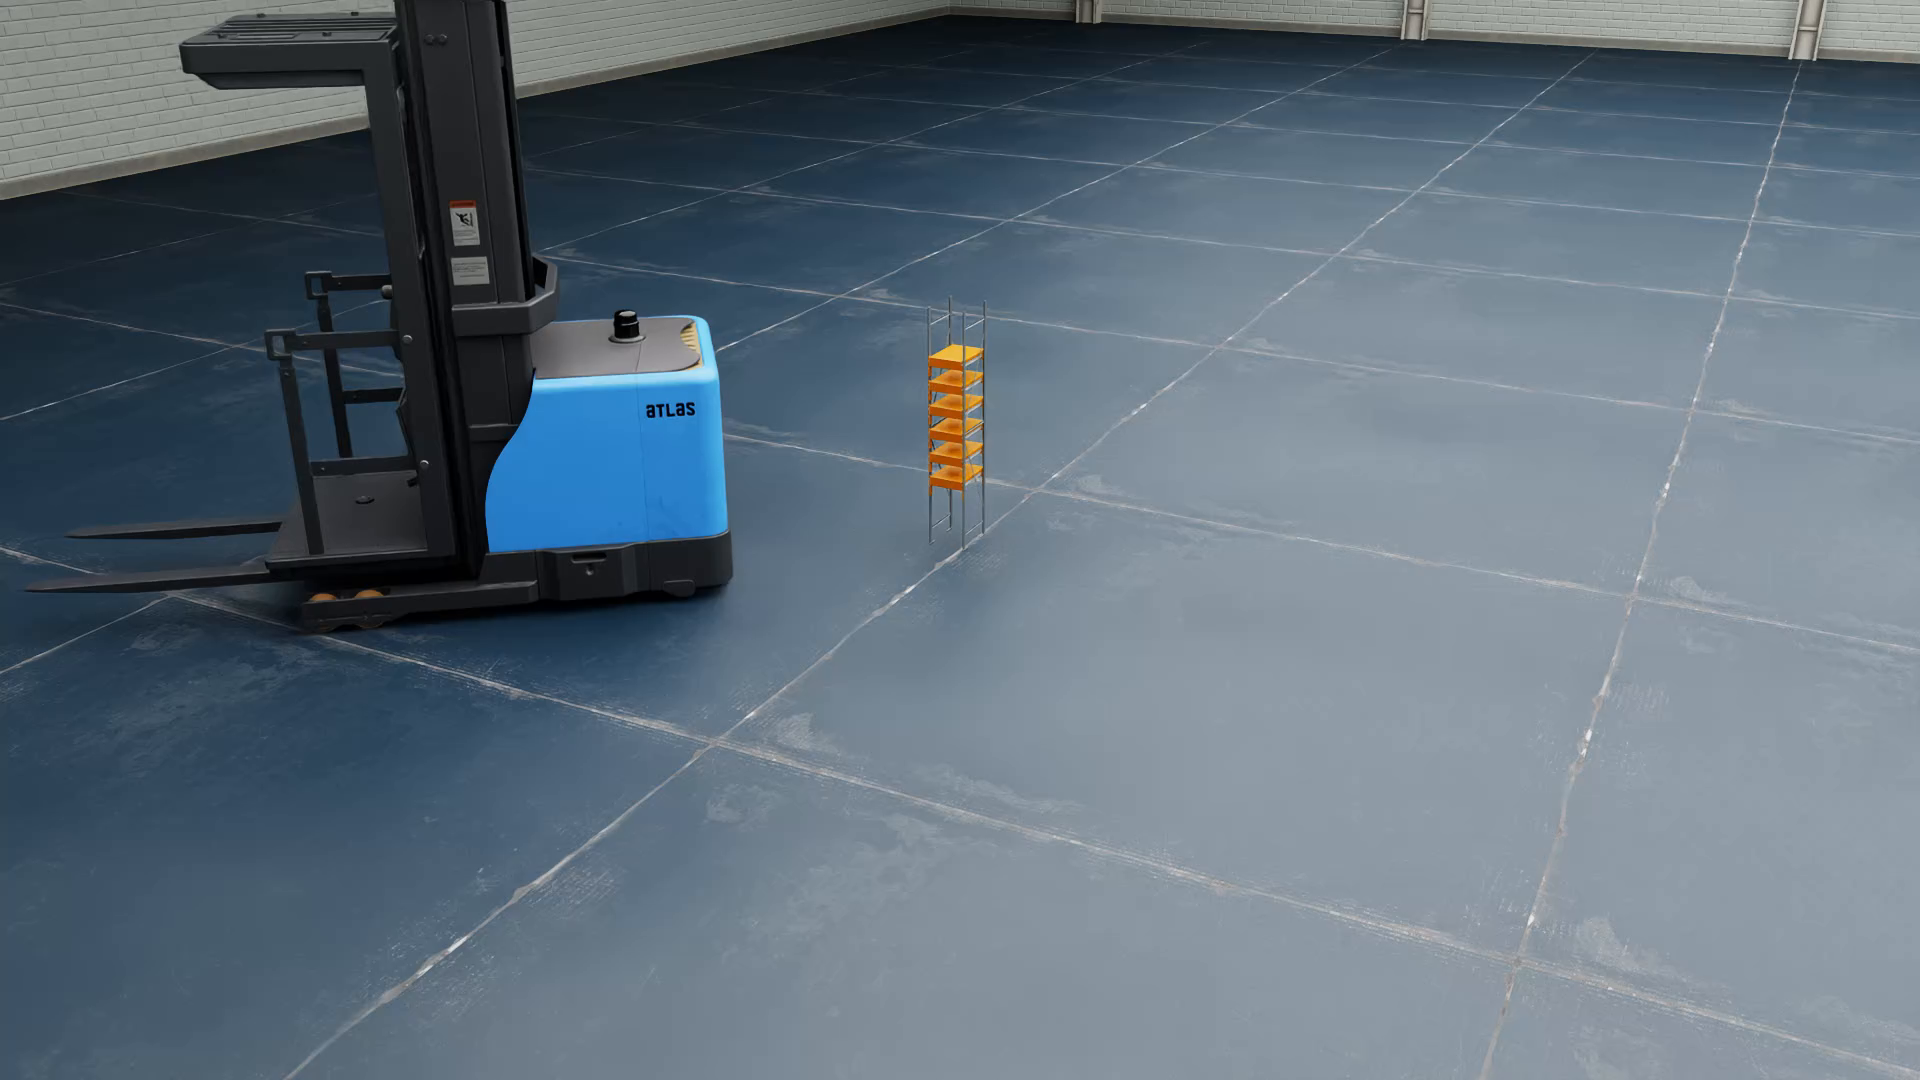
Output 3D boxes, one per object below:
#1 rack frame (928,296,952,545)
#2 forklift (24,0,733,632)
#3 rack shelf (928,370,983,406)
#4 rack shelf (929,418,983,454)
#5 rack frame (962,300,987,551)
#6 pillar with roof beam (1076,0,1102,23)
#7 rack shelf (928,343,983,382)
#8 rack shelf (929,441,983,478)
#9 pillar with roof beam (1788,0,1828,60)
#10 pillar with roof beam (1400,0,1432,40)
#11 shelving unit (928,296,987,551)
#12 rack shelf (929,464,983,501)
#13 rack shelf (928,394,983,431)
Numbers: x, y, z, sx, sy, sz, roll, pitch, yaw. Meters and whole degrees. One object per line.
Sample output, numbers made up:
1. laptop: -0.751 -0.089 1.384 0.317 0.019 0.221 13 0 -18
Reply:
1. rack frame: -0.095 -0.571 8.059 0.006 1.200 0.240 11 25 25
2. forklift: -2.616 -1.169 7.253 3.031 2.935 1.130 -4 23 -10
3. rack shelf: -0.013 -0.735 7.945 0.180 0.103 0.258 11 25 25
4. rack shelf: -0.013 -0.514 8.039 0.180 0.103 0.258 11 25 25
5. rack frame: 0.069 -0.539 7.983 0.006 1.200 0.240 11 25 25
6. pillar with roof beam: 0.442 -12.239 25.530 0.400 9.000 9.100 11 25 25
7. rack shelf: -0.013 -0.845 7.898 0.180 0.103 0.258 11 25 25
8. rack shelf: -0.013 -0.403 8.086 0.180 0.103 0.258 11 25 25
9. pillar with roof beam: 11.151 -10.120 20.547 0.400 9.000 9.100 11 25 25
10. pillar with roof beam: 5.797 -11.179 23.039 0.400 9.000 9.100 11 25 25
11. shelving unit: -0.013 -0.555 8.021 0.189 1.200 0.258 11 25 25
12. rack shelf: -0.013 -0.293 8.133 0.180 0.103 0.258 11 25 25
13. rack shelf: -0.013 -0.624 7.992 0.180 0.103 0.258 11 25 25
